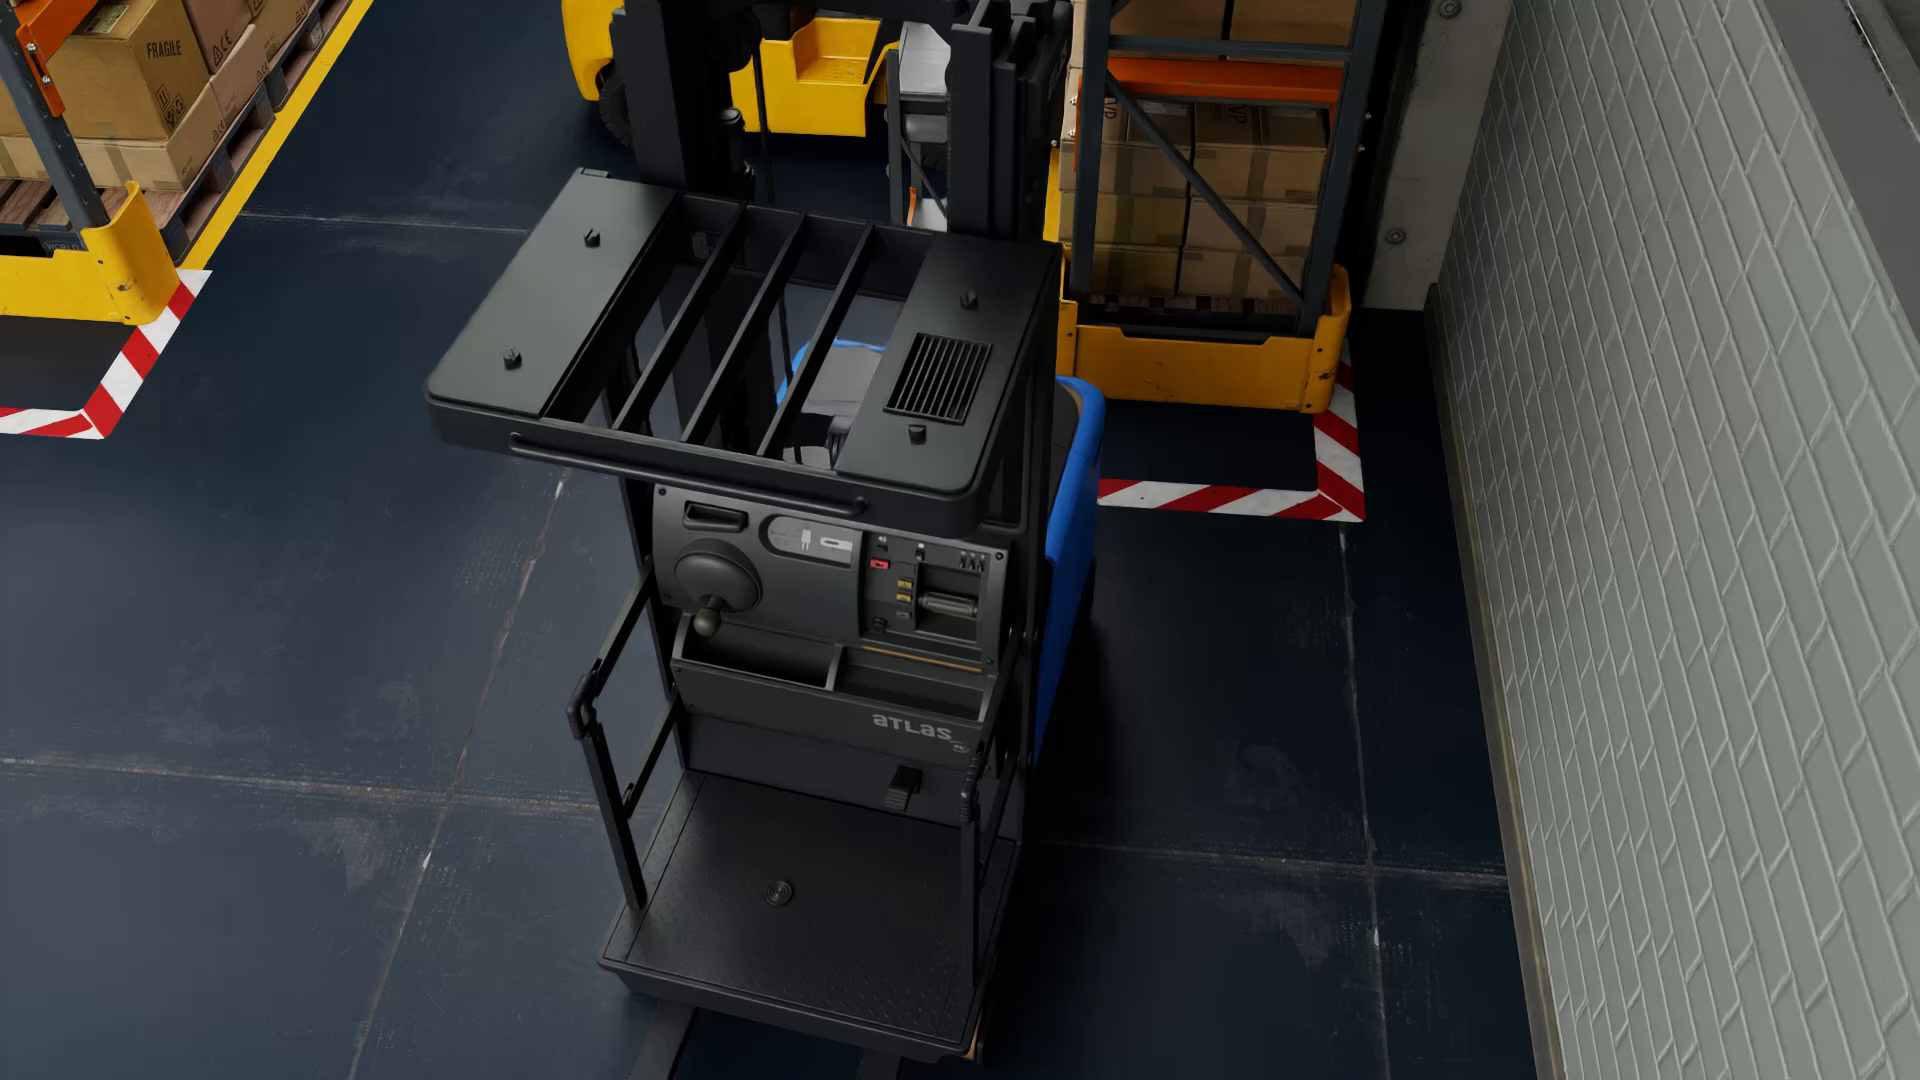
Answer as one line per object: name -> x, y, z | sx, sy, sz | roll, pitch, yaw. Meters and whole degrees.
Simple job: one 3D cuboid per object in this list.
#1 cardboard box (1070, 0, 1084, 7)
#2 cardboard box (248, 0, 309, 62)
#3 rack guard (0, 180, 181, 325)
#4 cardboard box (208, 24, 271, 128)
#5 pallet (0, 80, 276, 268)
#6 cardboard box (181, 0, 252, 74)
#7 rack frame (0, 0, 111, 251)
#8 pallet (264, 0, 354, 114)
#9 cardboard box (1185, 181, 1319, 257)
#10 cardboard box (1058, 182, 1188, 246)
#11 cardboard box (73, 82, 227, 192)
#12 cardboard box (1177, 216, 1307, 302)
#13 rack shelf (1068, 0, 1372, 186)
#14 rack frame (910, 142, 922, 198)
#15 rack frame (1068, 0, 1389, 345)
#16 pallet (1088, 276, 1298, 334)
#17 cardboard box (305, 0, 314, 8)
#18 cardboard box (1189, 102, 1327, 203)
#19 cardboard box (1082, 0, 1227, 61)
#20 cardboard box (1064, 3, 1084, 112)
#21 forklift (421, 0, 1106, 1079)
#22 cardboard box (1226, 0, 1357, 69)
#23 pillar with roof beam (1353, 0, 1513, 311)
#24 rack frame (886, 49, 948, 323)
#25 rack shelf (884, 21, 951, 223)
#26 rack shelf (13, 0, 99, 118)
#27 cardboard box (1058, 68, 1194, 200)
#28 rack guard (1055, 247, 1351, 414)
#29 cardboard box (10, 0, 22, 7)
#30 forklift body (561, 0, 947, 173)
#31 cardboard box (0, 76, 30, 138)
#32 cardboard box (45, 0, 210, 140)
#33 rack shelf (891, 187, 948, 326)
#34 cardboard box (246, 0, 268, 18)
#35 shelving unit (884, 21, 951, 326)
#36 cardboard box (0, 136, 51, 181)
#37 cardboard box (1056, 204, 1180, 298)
cardboard box -> 0.740, -2.359, 7.276 | 0.500, 0.250, 0.500 | 4, 48, 4
cardboard box -> -3.571, -2.597, 8.172 | 0.500, 0.250, 0.500 | 7, 48, 6
rack guard -> -4.005, -1.245, 7.050 | 1.175, 0.500, 0.348 | 4, 48, 4
cardboard box -> -3.608, -2.195, 7.804 | 0.500, 0.250, 0.500 | 5, 48, 5
pallet -> -3.895, -1.742, 7.700 | 1.003, 0.211, 1.213 | 4, 48, 4
cardboard box -> -3.618, -2.476, 7.552 | 0.500, 0.500, 0.500 | 2, 48, 2
rack frame -> -4.011, -2.033, 6.077 | 1.000, 3.000, 0.127 | 4, 48, 4
pallet -> -3.782, -2.636, 8.518 | 1.003, 0.211, 1.213 | 4, 48, 4
cardboard box -> 1.182, -1.416, 6.752 | 0.500, 0.250, 0.500 | 5, 48, 4
cardboard box -> 0.665, -1.463, 6.795 | 0.500, 0.250, 0.500 | 3, 48, 3
cardboard box -> -3.663, -1.821, 7.461 | 0.500, 0.250, 0.500 | 4, 48, 3
cardboard box -> 1.171, -1.263, 6.952 | 0.500, 0.250, 0.500 | 4, 48, 4
rack shelf -> 1.114, -2.929, 7.383 | 1.077, 0.370, 4.000 | 4, 48, 4
rack frame -> 0.037, -1.010, 5.750 | 0.400, 2.100, 0.015 | 4, 48, 4
rack frame -> 0.932, -1.702, 5.774 | 1.000, 3.000, 0.127 | 4, 48, 4
pallet -> 0.960, -1.326, 7.319 | 1.003, 0.211, 1.213 | 4, 48, 4
cardboard box -> -3.523, -2.968, 8.511 | 0.500, 0.250, 0.500 | 5, 48, 4
cardboard box -> 1.164, -1.594, 6.576 | 0.500, 0.250, 0.500 | 3, 48, 3
cardboard box -> 0.715, -2.115, 6.084 | 0.500, 0.500, 0.500 | 3, 48, 3
cardboard box -> 0.704, -1.988, 6.937 | 0.500, 0.250, 0.500 | 5, 48, 4
forklift -> -0.388, 0.198, 4.082 | 1.130, 2.935, 3.031 | 11, 48, 10
cardboard box -> 1.254, -2.081, 6.053 | 0.500, 0.500, 0.500 | 5, 48, 5
pillar with roof beam -> -2.394, -4.467, 4.237 | 9.100, 9.000, 0.400 | 4, 48, 4
rack frame -> -0.007, -0.651, 5.422 | 0.400, 2.100, 0.015 | 4, 48, 4
rack shelf -> 0.015, -1.293, 5.080 | 0.431, 0.518, 0.480 | 4, 48, 4
rack shelf -> -3.829, -3.260, 7.686 | 1.077, 0.370, 4.000 | 4, 48, 4
cardboard box -> 0.663, -1.612, 6.593 | 0.500, 0.250, 0.500 | 5, 48, 5
rack guard -> 0.930, -0.841, 6.680 | 1.175, 0.500, 0.348 | 4, 48, 4
cardboard box -> -3.774, -2.184, 6.385 | 0.380, 0.149, 0.250 | 4, 48, 4
forklift body -> -0.712, -2.932, 7.474 | 2.313, 2.155, 1.214 | 4, 48, 4
cardboard box -> -4.198, -2.106, 7.214 | 0.500, 0.500, 0.500 | 4, 48, 4
cardboard box -> -3.661, -2.091, 7.201 | 0.500, 0.500, 0.500 | 2, 48, 2
rack shelf -> 0.015, -0.821, 5.596 | 0.431, 0.518, 0.480 | 4, 48, 4
cardboard box -> -3.564, -2.844, 7.889 | 0.500, 0.500, 0.500 | 5, 48, 4
shelving unit -> 0.015, -0.830, 5.586 | 0.431, 2.100, 0.503 | 4, 48, 4
cardboard box -> -4.204, -1.876, 7.512 | 0.500, 0.250, 0.500 | 4, 48, 3
cardboard box -> 0.660, -1.282, 6.969 | 0.500, 0.250, 0.500 | 4, 48, 4
